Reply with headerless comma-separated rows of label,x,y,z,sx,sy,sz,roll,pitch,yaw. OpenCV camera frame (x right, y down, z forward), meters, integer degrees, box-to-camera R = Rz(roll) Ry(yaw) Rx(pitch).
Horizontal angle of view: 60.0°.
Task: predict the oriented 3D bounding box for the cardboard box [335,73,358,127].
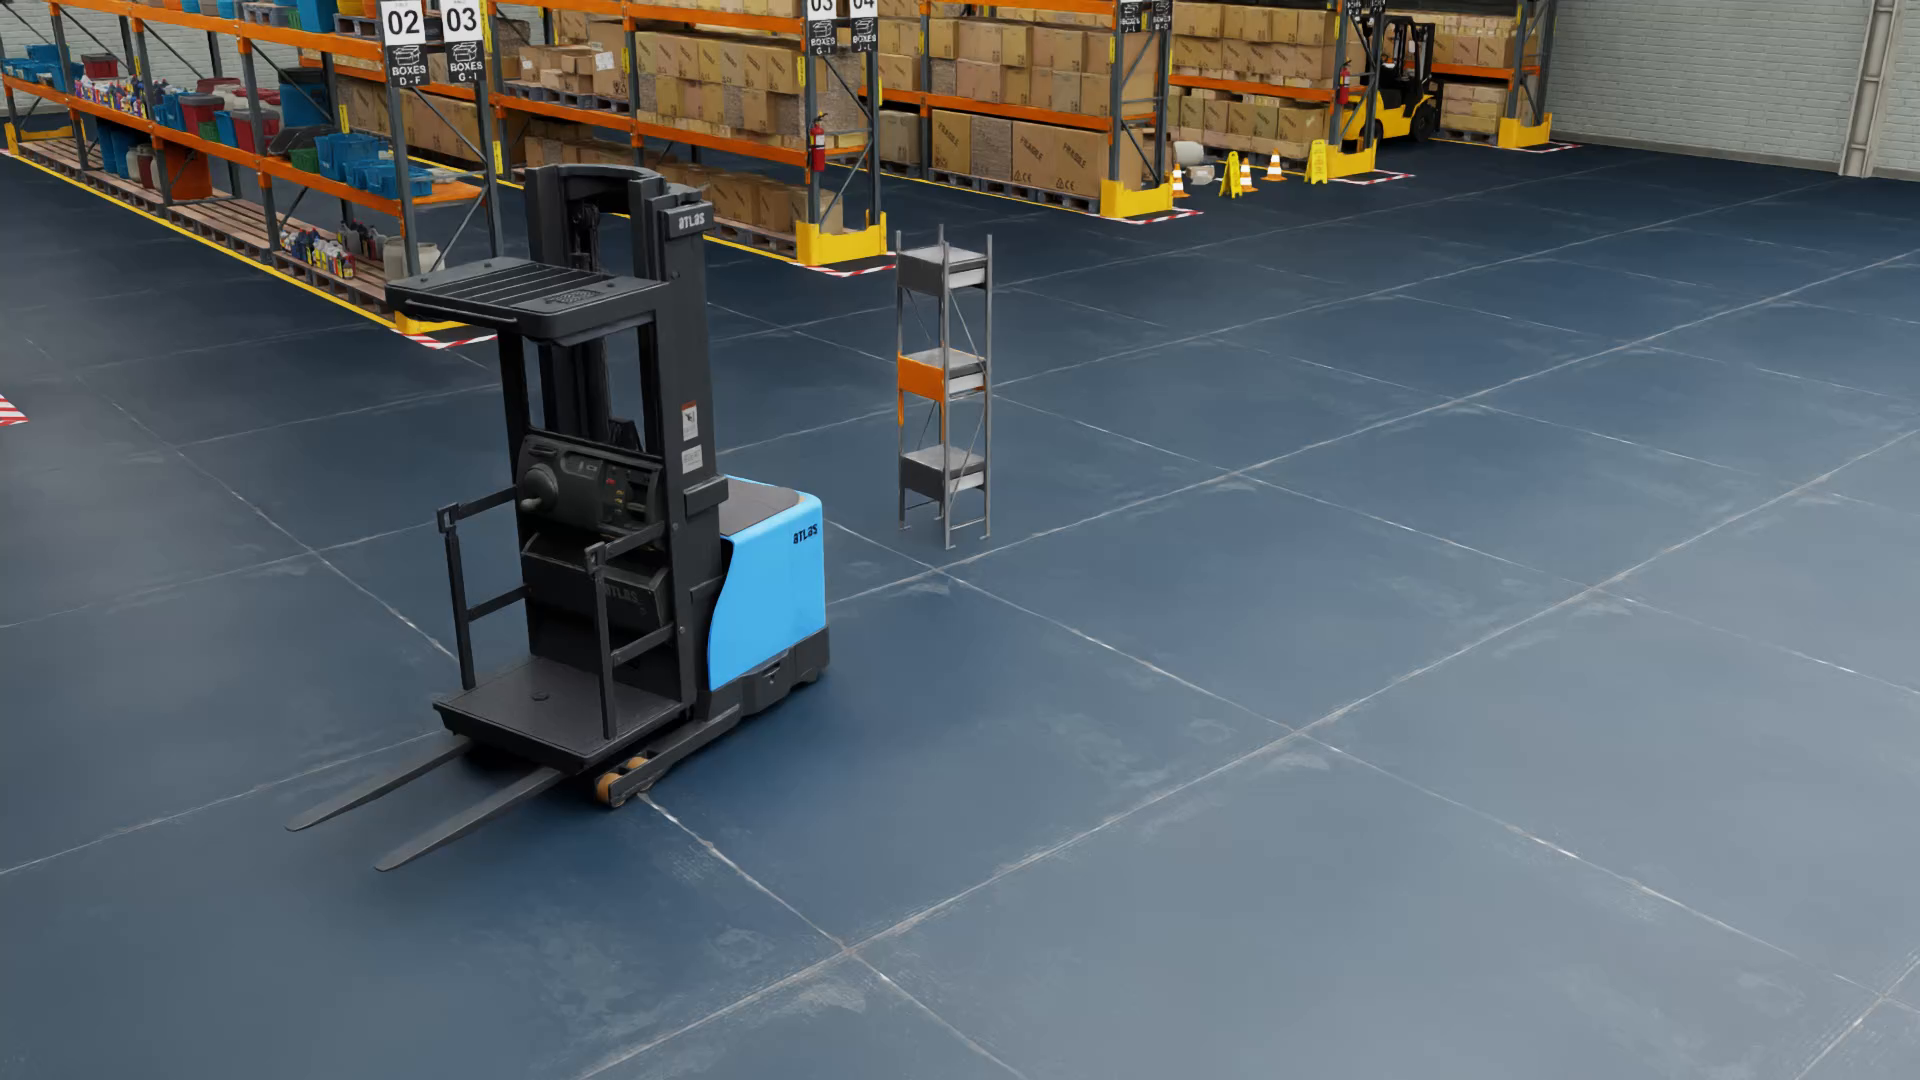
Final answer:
cardboard box,-10.755,-8.032,30.215,0.875,0.875,0.875,-17,27,-37

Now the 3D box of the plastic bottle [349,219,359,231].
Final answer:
plastic bottle,-7.107,-3.602,19.597,0.144,0.351,0.185,-18,28,-39

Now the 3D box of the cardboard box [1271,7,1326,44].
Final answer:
cardboard box,5.301,-8.055,26.020,0.700,0.500,0.500,-17,27,-37

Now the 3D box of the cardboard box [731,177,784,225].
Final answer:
cardboard box,-2.588,-4.357,21.346,0.500,0.500,0.500,-14,26,-33

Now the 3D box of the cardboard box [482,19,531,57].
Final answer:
cardboard box,-7.070,-7.744,25.630,0.797,0.503,0.637,-16,27,-36

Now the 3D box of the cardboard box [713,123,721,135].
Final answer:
cardboard box,-2.895,-5.202,20.997,0.380,0.149,0.250,-17,27,-37

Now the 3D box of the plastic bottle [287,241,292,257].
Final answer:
plastic bottle,-7.737,-3.394,19.269,0.097,0.201,0.097,0,21,0

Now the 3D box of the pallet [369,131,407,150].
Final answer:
pallet,-9.653,-7.060,29.220,1.003,0.211,1.213,-17,27,-37

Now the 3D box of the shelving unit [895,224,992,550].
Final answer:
shelving unit,-0.108,-1.023,11.218,0.431,2.100,0.503,-17,27,-37

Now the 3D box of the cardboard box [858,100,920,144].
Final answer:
cardboard box,-1.271,-6.638,26.827,1.050,0.750,0.750,-17,27,-37

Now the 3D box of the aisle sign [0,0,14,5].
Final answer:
aisle sign,-15.851,-9.215,27.335,0.394,0.787,0.004,-17,27,-37

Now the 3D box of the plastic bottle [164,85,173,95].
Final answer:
plastic bottle,-11.300,-6.367,23.798,0.152,0.276,0.135,-17,27,-37

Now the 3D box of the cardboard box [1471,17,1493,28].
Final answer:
cardboard box,9.113,-9.019,28.962,0.380,0.149,0.250,-17,27,-36

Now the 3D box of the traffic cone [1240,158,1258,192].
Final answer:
traffic cone,4.248,-5.446,24.753,0.336,0.463,0.334,-17,27,-37

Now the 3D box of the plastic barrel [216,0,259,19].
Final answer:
plastic barrel,-8.243,-6.459,19.062,0.600,0.901,0.708,-17,27,-37

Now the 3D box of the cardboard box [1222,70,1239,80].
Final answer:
cardboard box,4.490,-7.580,27.067,0.380,0.149,0.250,-18,27,-38

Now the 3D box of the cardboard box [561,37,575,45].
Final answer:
cardboard box,-7.708,-9.956,33.134,0.380,0.149,0.250,-18,28,-39

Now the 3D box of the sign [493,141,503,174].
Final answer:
sign,-4.716,-3.894,16.933,0.100,0.325,0.005,-17,27,-37

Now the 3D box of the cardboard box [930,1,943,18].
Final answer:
cardboard box,-0.293,-10.255,32.045,0.500,0.500,0.500,-17,27,-37

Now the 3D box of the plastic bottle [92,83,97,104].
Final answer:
plastic bottle,-12.472,-6.448,23.994,0.061,0.283,0.133,-17,27,-37

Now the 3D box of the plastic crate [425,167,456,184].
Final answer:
plastic crate,-5.476,-3.836,17.527,0.298,0.136,0.250,-17,27,-37

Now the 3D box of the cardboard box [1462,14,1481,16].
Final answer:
cardboard box,9.156,-9.275,29.618,0.380,0.149,0.250,-16,27,-36

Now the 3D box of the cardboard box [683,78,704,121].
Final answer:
cardboard box,-3.045,-5.705,21.391,0.875,0.500,0.500,-17,27,-37

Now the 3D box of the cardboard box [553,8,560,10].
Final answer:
cardboard box,-7.911,-10.851,33.159,0.500,0.500,0.500,-18,27,-38

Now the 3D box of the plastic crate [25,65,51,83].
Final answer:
plastic crate,-14.612,-7.412,26.443,0.416,0.233,0.300,-17,27,-37

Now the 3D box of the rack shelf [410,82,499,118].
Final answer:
rack shelf,-7.910,-7.242,26.848,1.077,0.370,4.000,-17,27,-37

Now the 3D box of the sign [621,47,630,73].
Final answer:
sign,-4.412,-6.325,21.933,0.100,0.325,0.005,-17,27,-37

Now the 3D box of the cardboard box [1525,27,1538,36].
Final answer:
cardboard box,9.858,-8.860,28.966,0.380,0.149,0.250,-18,28,-39

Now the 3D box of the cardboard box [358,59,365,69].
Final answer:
cardboard box,-10.167,-8.232,28.733,0.380,0.149,0.250,-17,27,-36

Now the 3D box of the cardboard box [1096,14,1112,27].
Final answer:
cardboard box,2.714,-8.869,28.894,0.500,0.500,0.500,-17,27,-37

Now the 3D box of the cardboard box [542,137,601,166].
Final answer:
cardboard box,-5.781,-5.735,24.837,0.500,0.500,0.700,20,29,41

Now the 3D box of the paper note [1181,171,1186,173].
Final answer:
paper note,3.559,-5.843,26.377,0.148,0.019,0.142,-8,23,-19

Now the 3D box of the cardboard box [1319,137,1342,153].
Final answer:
cardboard box,5.808,-6.377,26.848,0.500,0.250,0.500,-18,28,-38

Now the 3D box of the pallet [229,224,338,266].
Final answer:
pallet,-8.288,-3.650,20.513,1.003,0.211,1.213,-17,27,-37

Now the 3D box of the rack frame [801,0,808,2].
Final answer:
rack frame,-1.383,-7.608,18.568,1.000,3.000,0.127,-17,27,-37

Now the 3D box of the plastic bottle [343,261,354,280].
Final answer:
plastic bottle,-6.666,-2.940,18.111,0.097,0.201,0.097,0,21,0

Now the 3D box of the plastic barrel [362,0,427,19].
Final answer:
plastic barrel,-5.549,-5.531,16.216,0.600,0.830,0.708,-17,27,-37

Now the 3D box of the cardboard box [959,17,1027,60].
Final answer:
cardboard box,0.491,-7.410,24.605,0.875,0.550,0.550,-17,27,-37

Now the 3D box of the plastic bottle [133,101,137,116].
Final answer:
plastic bottle,-11.220,-5.890,22.682,0.097,0.201,0.097,0,21,0

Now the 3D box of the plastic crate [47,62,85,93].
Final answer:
plastic crate,-13.531,-7.019,25.231,0.392,0.384,0.575,-17,27,-37

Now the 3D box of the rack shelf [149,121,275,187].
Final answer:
rack shelf,-9.052,-4.958,21.016,1.077,0.370,4.000,-17,27,-37

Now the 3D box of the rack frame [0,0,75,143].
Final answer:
rack frame,-15.579,-8.056,27.938,1.000,3.000,0.127,-17,27,-37

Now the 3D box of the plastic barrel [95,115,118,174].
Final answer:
plastic barrel,-12.626,-6.015,25.029,0.600,0.901,0.708,-17,27,-37

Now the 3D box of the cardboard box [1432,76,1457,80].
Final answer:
cardboard box,8.736,-8.336,30.477,0.500,0.250,0.500,-18,28,-38

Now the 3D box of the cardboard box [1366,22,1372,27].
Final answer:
cardboard box,7.642,-9.523,30.657,0.380,0.149,0.250,-18,27,-38

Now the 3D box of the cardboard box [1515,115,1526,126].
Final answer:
cardboard box,9.710,-7.454,29.595,0.500,0.250,0.500,-17,27,-37

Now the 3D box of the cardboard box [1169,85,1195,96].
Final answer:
cardboard box,3.730,-7.569,27.972,0.380,0.149,0.250,-17,27,-37

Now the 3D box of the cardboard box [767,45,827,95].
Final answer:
cardboard box,-1.929,-5.558,19.645,0.500,0.500,0.500,-17,27,-37

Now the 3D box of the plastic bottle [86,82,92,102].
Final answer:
plastic bottle,-12.661,-6.532,24.226,0.097,0.271,0.097,0,21,0

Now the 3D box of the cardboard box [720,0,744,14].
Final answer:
cardboard box,-2.546,-6.495,20.046,0.500,0.250,0.500,-17,27,-36

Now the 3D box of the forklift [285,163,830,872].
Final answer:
forklift,-1.965,-0.251,8.107,1.130,2.935,3.031,13,25,30

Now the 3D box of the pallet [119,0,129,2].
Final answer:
pallet,-10.782,-7.389,22.382,1.003,0.211,1.213,-17,27,-37

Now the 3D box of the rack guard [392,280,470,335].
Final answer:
rack guard,-5.220,-2.481,17.133,1.175,0.500,0.348,-17,27,-37

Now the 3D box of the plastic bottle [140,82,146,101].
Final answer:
plastic bottle,-11.893,-6.546,24.262,0.097,0.271,0.097,0,21,0

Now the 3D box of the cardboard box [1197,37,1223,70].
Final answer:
cardboard box,4.253,-8.001,27.253,0.500,0.500,0.500,-18,28,-38
